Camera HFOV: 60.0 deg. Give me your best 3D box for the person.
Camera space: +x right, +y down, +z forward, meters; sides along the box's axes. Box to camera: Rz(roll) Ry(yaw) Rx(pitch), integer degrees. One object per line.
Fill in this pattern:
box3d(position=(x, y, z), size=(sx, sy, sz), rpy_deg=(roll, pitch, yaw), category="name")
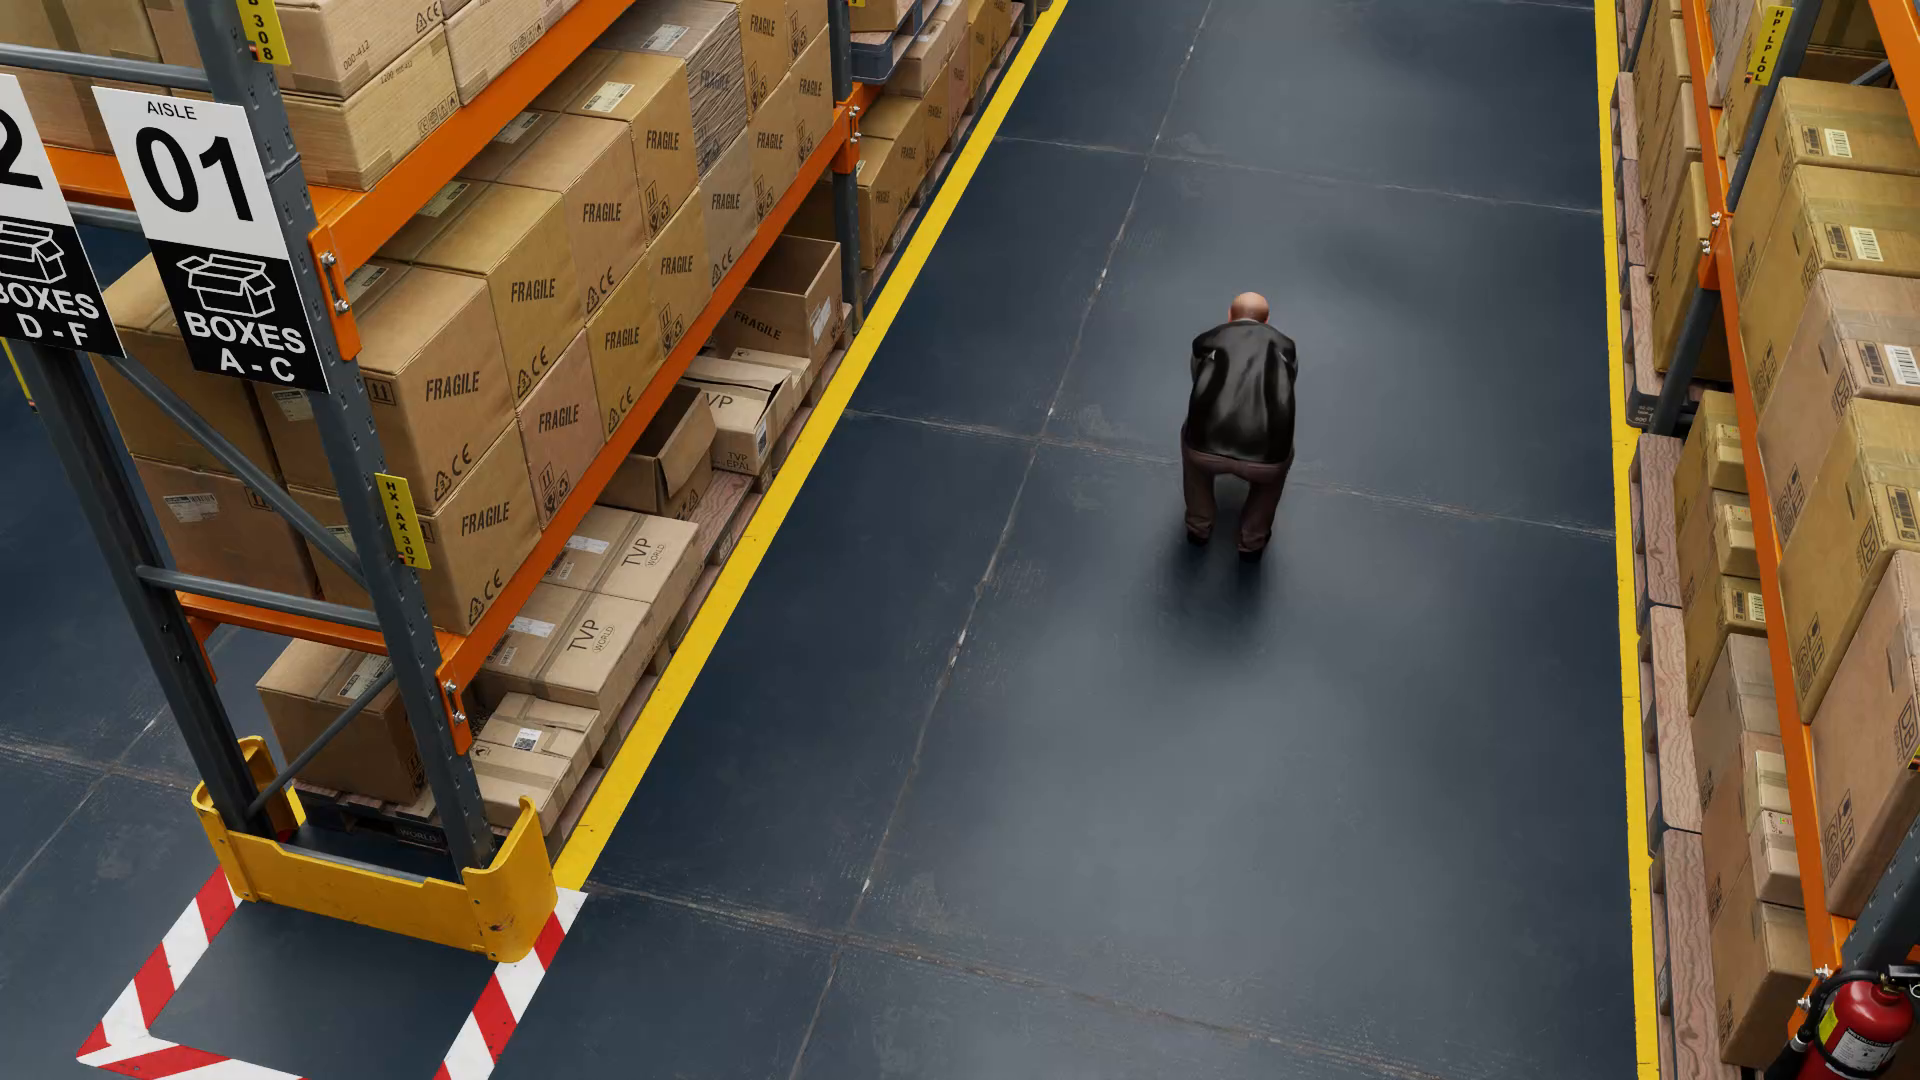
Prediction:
box3d(position=(1.225, -0.472, 7.312), size=(0.507, 0.957, 0.920), rpy_deg=(8, 41, 10), category="person")
